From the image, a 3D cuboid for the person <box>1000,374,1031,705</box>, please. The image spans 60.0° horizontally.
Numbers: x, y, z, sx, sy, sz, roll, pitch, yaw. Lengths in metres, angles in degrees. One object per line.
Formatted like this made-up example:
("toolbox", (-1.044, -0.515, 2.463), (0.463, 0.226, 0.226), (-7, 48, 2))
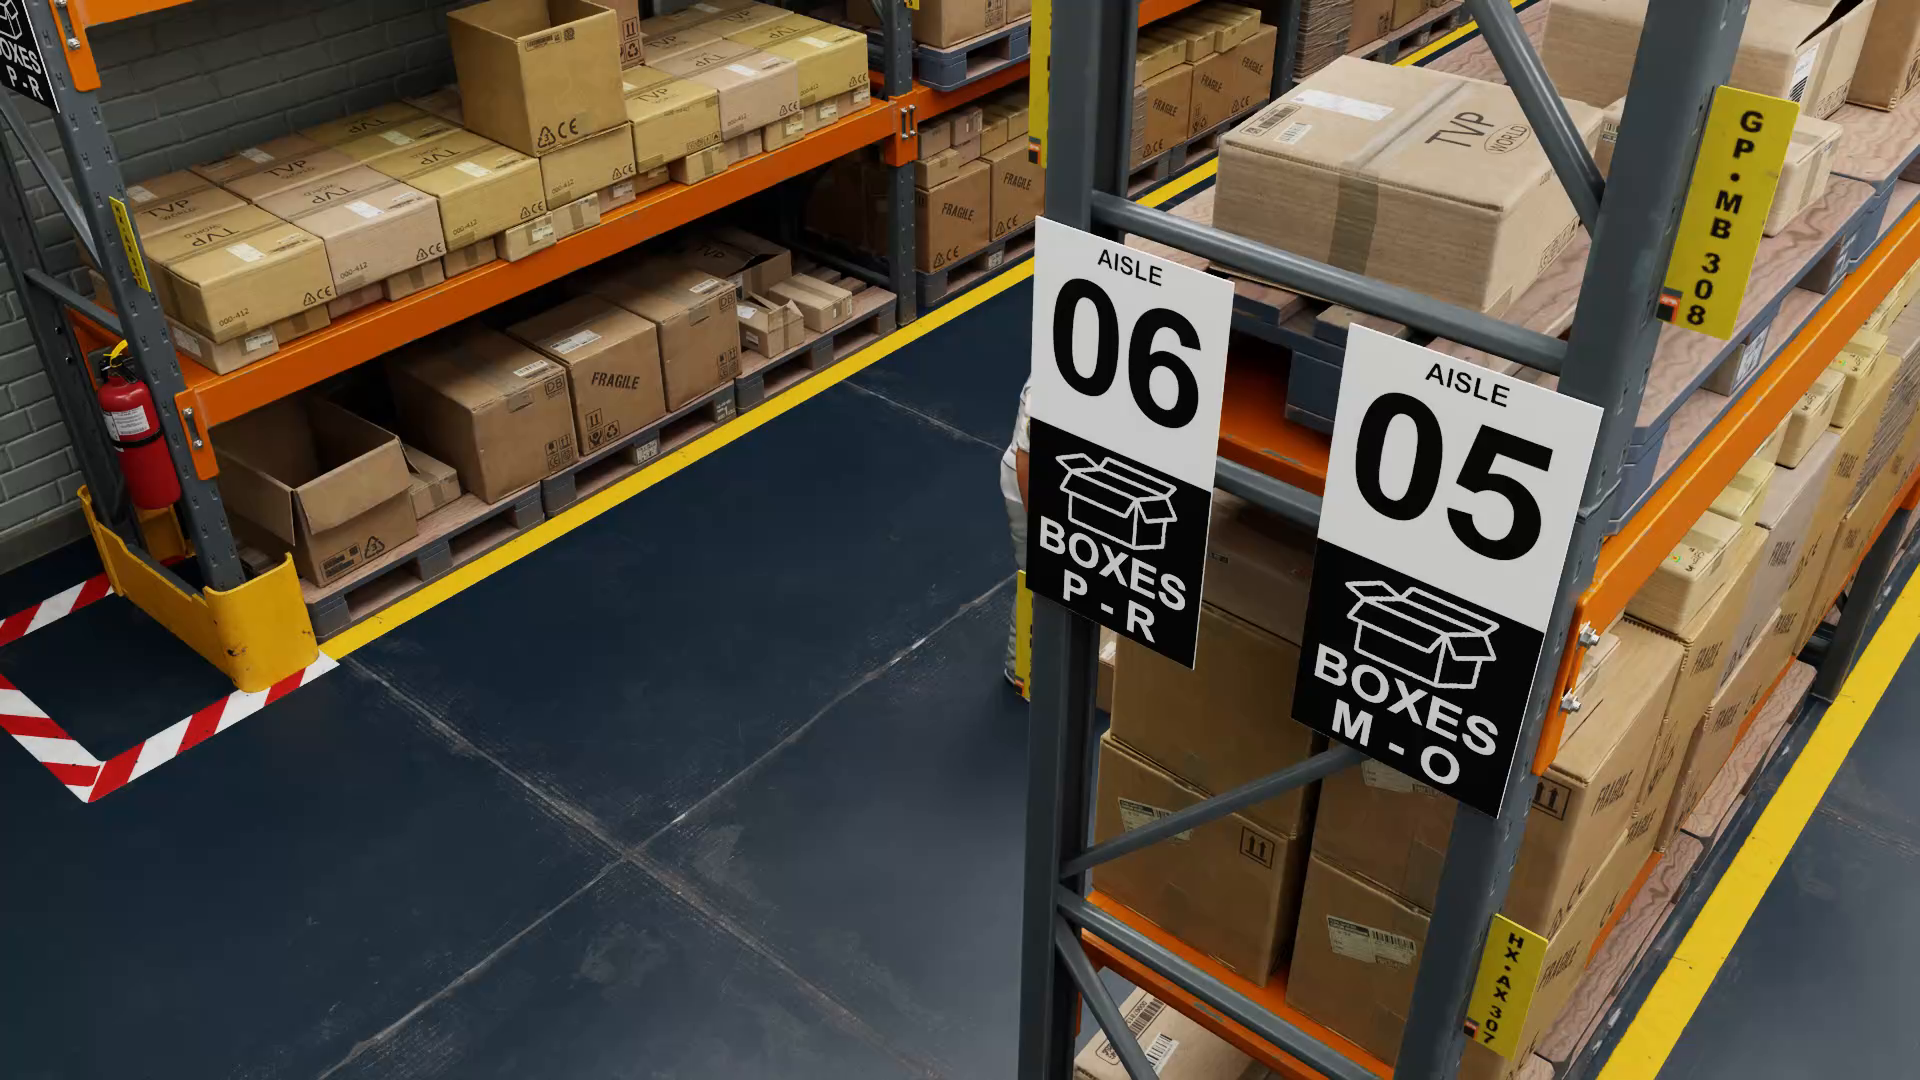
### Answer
("person", (0.406, -0.165, 6.373), (0.465, 1.667, 0.561), (24, 42, 30))
